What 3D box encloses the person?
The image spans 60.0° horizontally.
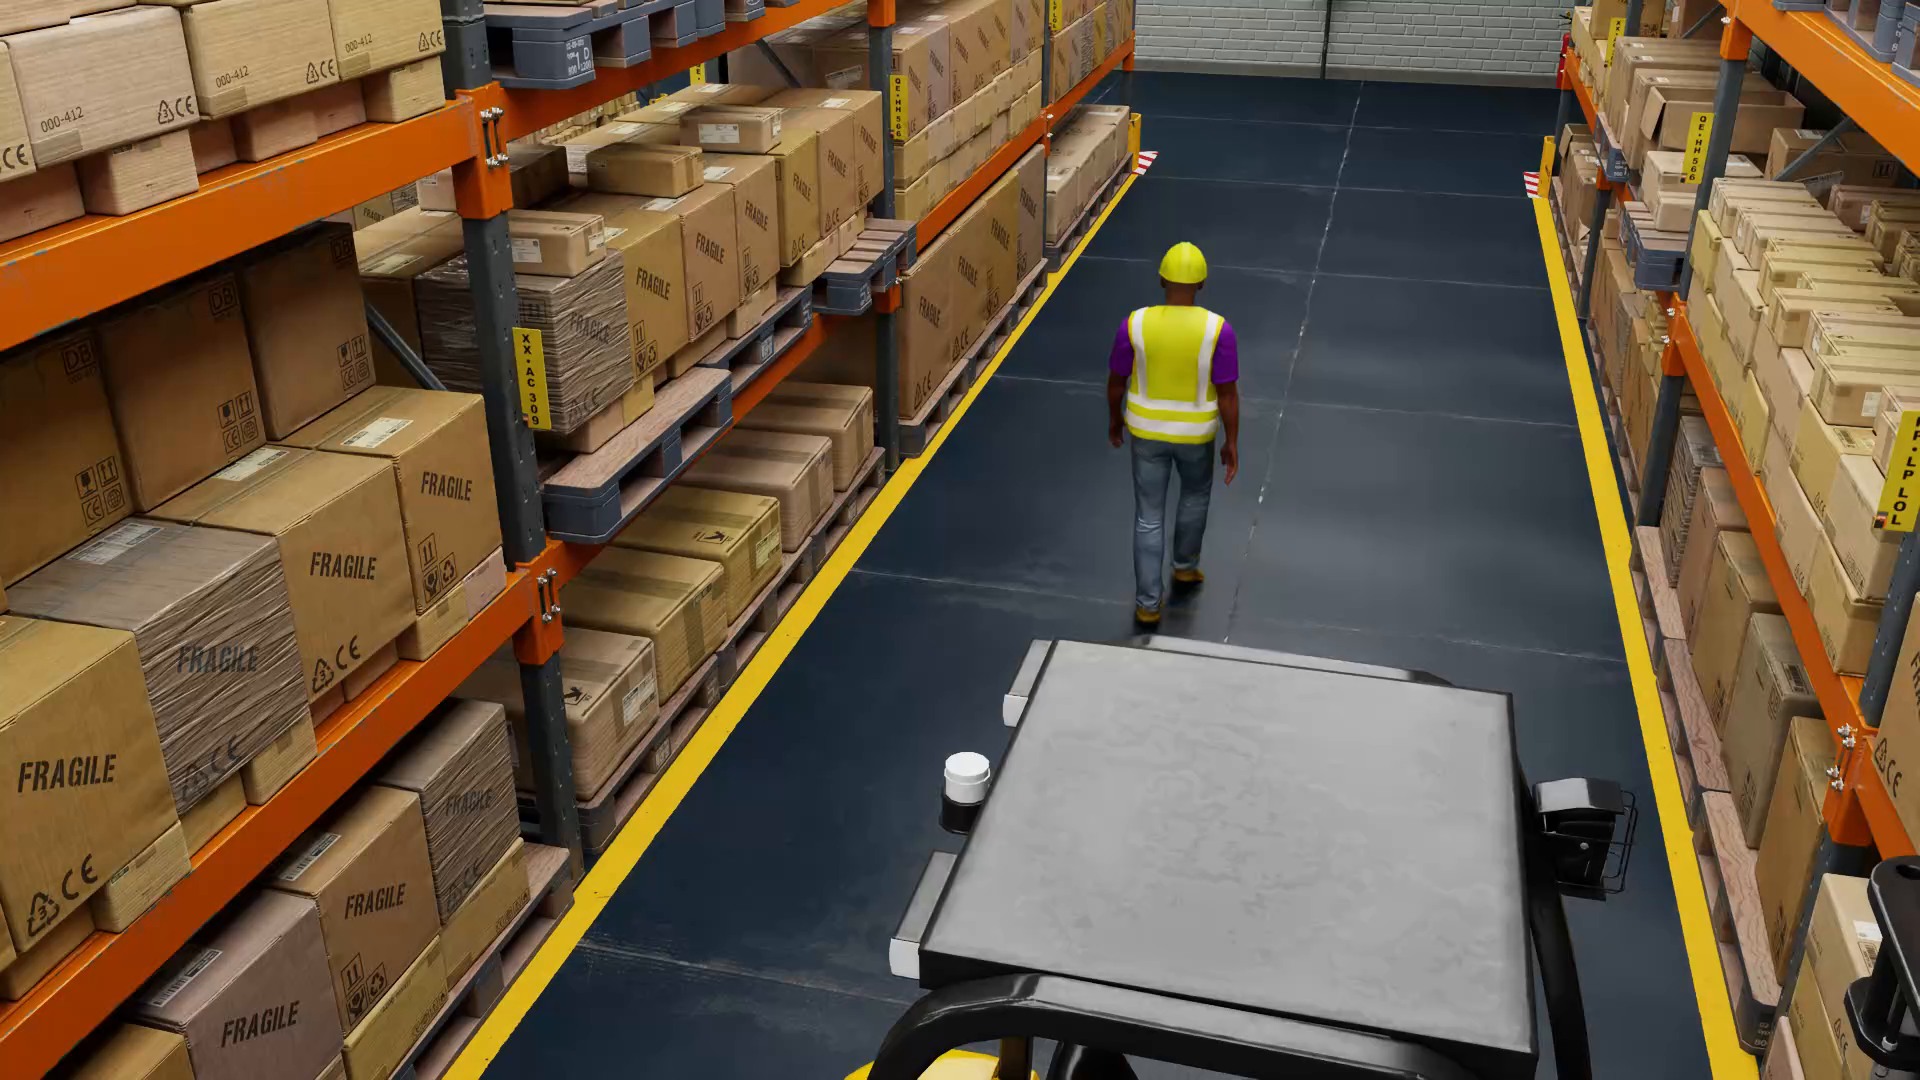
[{"bbox_3d":[0.977,-0.501,7.666,0.611,1.807,0.716,4,25,7],"label":"person"}]
